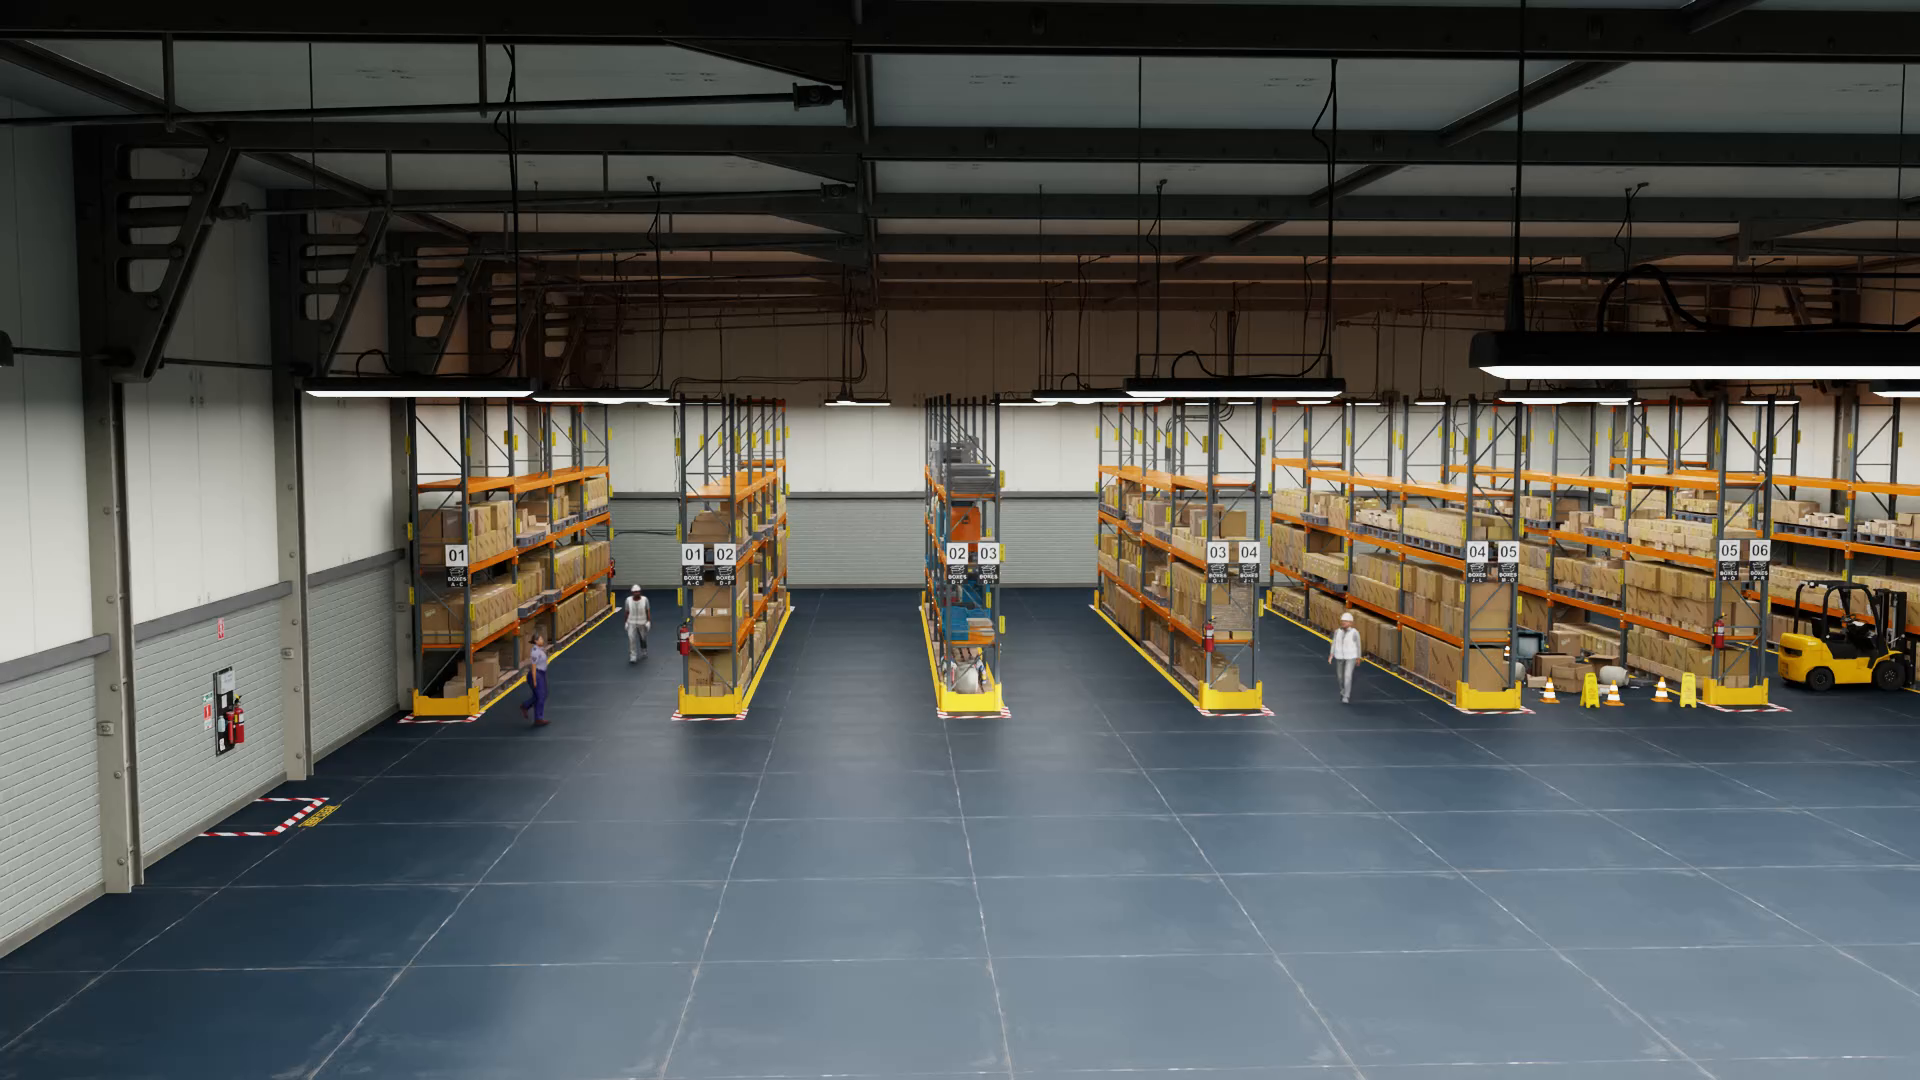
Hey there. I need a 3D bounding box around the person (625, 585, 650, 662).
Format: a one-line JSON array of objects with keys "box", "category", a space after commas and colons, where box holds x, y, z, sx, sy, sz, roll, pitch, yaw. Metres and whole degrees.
[{"box": [-7.315, 1.870, 37.731, 0.569, 1.740, 1.009, 0, 5, -6], "category": "person"}]

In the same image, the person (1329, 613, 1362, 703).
[{"box": [7.550, 2.281, 32.519, 0.597, 1.725, 1.064, 2, 5, 25], "category": "person"}]

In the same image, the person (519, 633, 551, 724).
[{"box": [-7.728, 2.507, 30.195, 0.591, 1.633, 0.473, 0, 5, -2], "category": "person"}]
